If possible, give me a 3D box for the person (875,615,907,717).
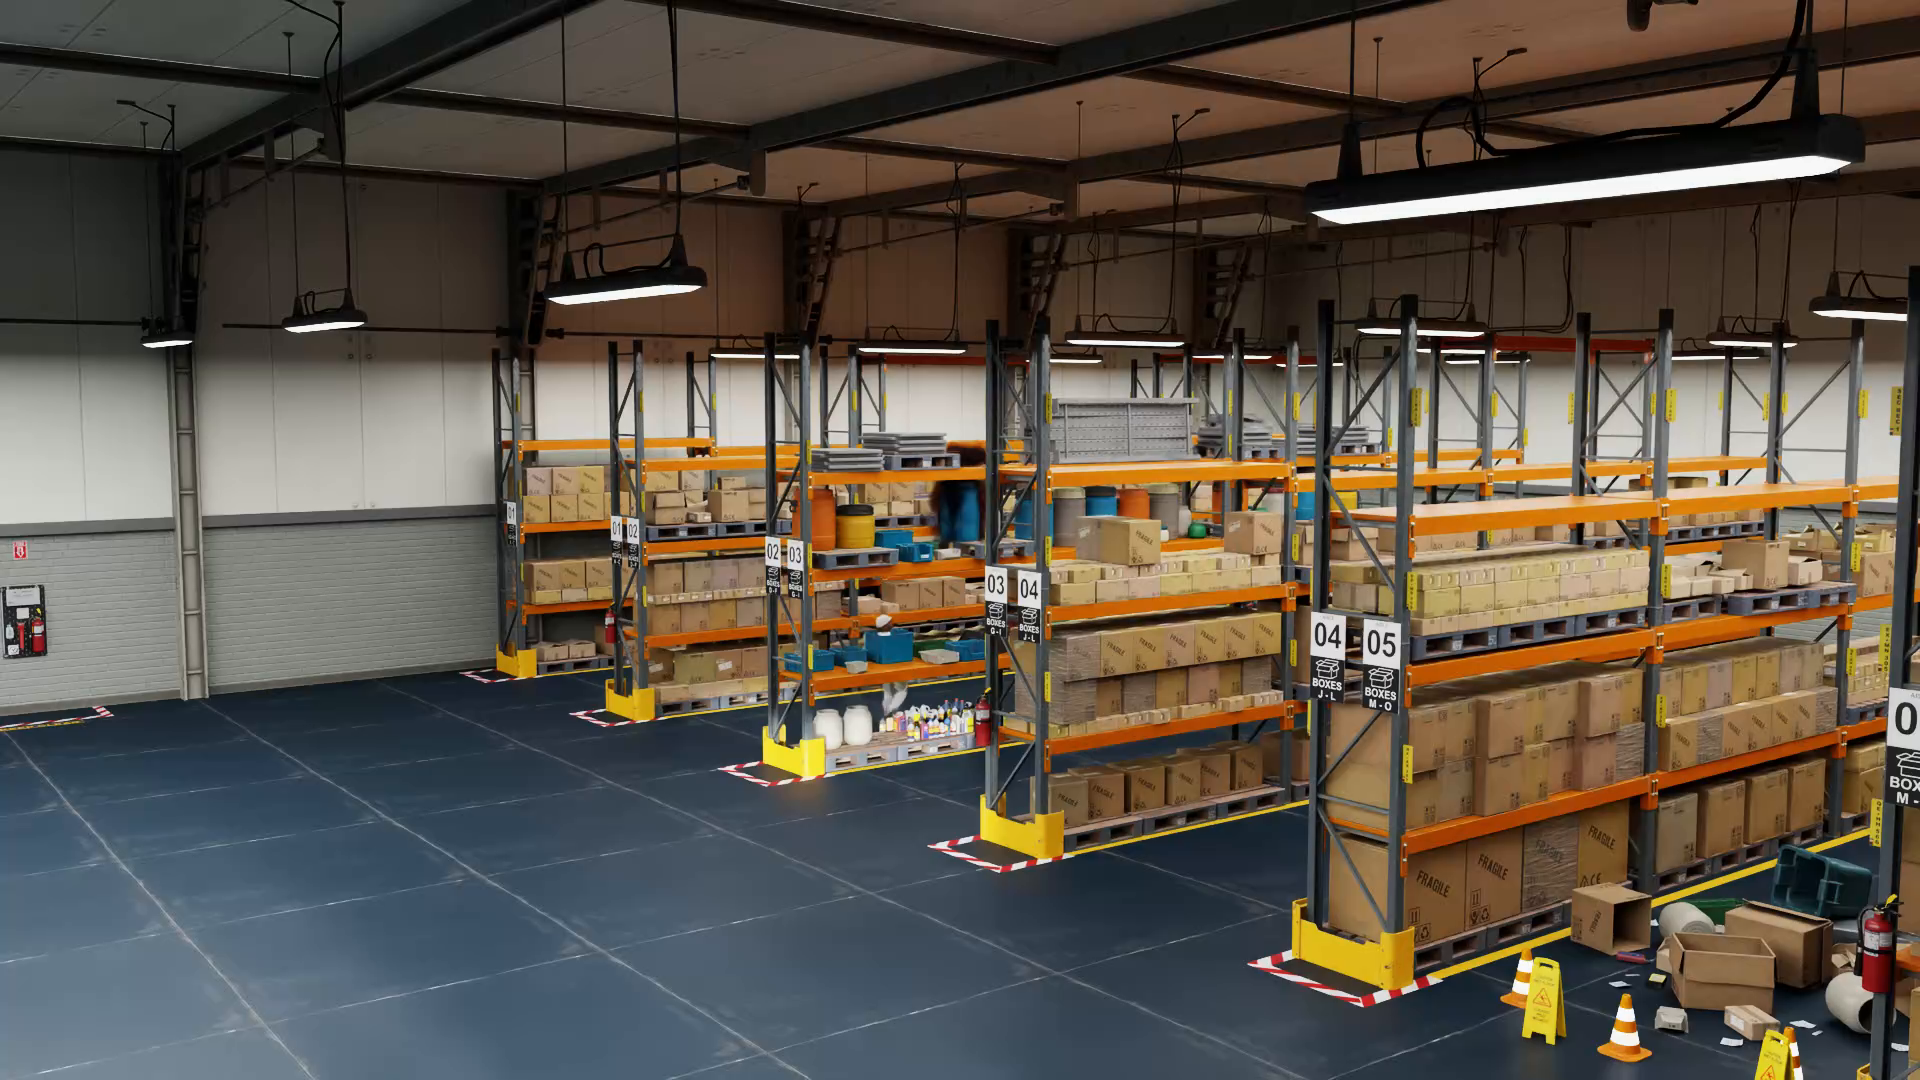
[{"bbox_3d":[-1.086,2.014,25.661,0.594,1.736,0.594,2,5,19],"label":"person"}]
